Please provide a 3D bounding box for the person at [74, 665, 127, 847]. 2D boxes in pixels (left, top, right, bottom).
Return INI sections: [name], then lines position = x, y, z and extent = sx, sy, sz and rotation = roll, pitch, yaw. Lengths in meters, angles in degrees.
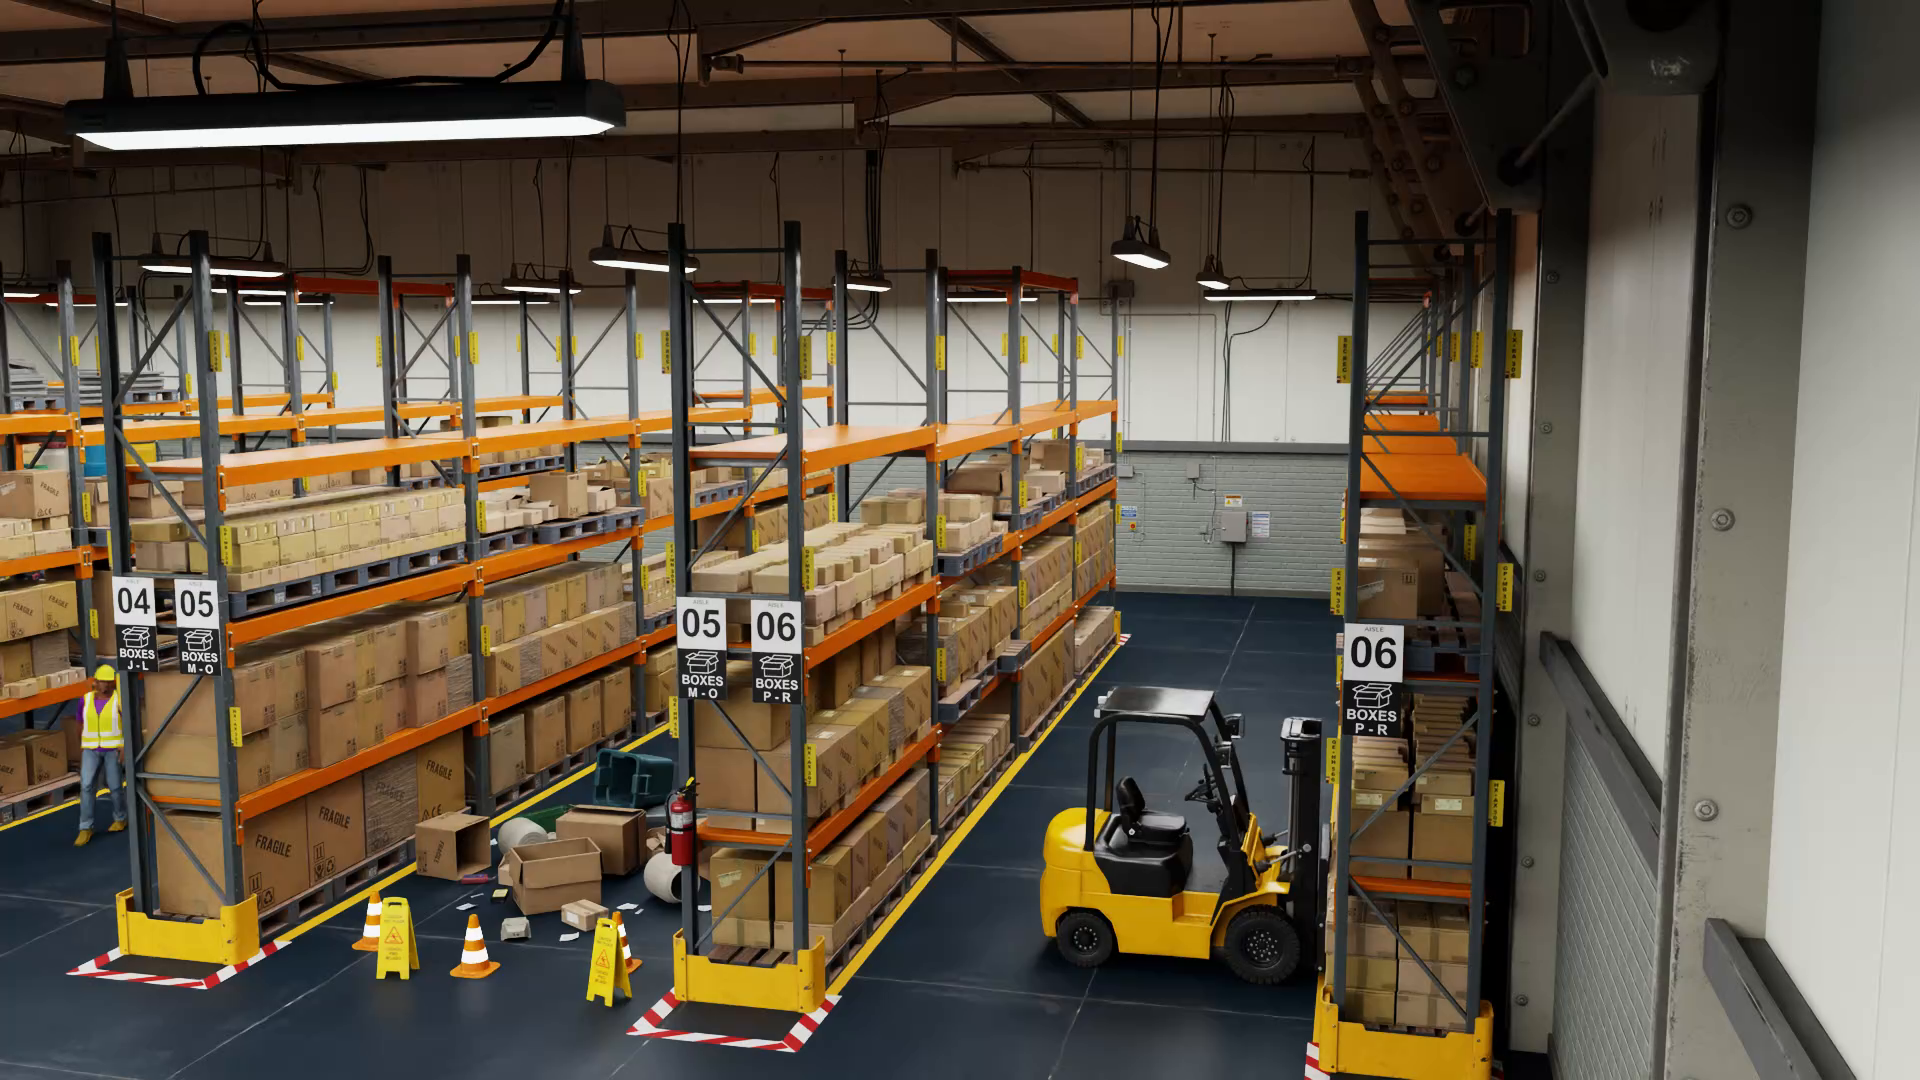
[person]
position = -8.890, 2.209, 17.218
extent = 0.588, 1.769, 0.728
rotation = -1, 7, -12
